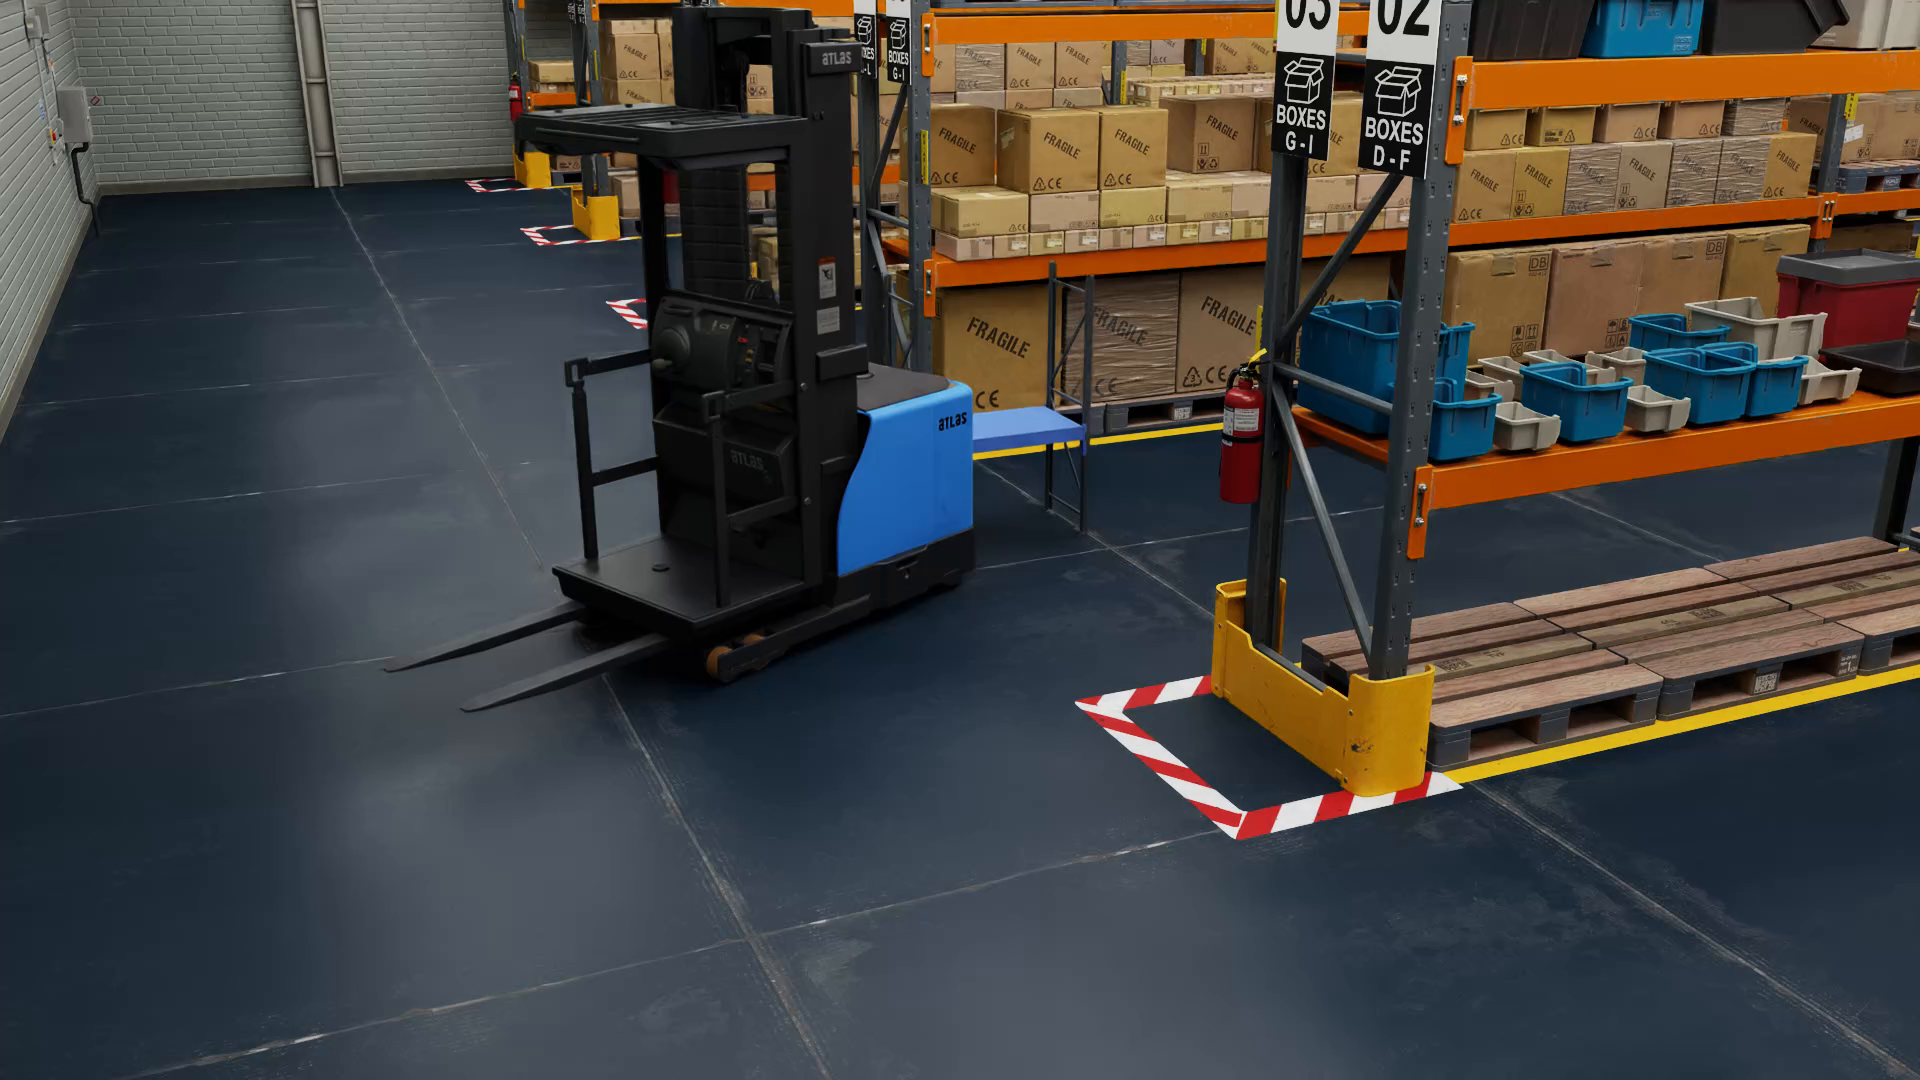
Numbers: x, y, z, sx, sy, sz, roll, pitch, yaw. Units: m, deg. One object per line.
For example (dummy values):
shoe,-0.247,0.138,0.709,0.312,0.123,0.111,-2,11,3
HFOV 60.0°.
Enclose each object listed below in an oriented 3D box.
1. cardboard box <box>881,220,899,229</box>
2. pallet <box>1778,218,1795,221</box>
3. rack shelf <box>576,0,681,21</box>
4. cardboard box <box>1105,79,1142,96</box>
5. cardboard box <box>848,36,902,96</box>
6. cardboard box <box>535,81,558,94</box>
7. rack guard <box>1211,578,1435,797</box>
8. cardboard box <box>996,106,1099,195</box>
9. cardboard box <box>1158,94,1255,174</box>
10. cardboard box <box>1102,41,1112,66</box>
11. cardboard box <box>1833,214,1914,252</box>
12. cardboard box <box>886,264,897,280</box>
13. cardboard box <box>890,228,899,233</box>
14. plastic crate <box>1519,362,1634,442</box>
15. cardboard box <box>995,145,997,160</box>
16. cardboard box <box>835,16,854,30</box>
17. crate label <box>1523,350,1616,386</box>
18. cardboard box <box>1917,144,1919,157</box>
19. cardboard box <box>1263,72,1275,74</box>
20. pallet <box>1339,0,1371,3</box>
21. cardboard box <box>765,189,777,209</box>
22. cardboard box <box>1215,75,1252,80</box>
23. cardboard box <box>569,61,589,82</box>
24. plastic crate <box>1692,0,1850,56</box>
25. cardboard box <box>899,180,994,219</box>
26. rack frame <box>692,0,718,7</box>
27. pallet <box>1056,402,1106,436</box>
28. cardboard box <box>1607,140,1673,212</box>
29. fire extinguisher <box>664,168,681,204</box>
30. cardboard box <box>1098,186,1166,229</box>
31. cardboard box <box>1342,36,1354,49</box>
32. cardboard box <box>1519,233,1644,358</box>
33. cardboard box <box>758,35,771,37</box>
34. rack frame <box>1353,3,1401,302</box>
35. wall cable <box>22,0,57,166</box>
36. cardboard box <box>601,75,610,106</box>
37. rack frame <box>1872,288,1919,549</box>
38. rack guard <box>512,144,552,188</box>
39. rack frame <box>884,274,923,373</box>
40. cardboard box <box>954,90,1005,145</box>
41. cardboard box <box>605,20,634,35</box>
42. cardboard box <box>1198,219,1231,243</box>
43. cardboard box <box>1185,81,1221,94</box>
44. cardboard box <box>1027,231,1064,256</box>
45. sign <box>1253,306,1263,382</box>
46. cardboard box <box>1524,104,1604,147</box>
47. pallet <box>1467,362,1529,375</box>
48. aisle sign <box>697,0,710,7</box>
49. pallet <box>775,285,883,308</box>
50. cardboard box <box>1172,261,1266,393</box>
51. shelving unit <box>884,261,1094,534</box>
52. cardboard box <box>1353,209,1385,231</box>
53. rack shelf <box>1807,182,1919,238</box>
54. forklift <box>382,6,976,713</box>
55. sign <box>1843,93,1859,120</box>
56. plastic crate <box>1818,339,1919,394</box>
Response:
cardboard box,-0.706,-3.065,16.476,0.250,0.149,0.380,-9,21,-24
pallet,9.442,-3.968,20.473,1.213,0.211,1.003,-8,21,-22
rack shelf,-2.523,-6.463,19.928,4.000,0.370,1.077,-8,21,-22
cardboard box,1.658,-4.627,16.997,0.250,0.149,0.380,-7,21,-19
cardboard box,-0.841,-4.395,15.385,0.500,0.500,0.500,-9,21,-23
cardboard box,-5.918,-6.479,23.784,0.250,0.149,0.380,-8,21,-22
rack guard,1.511,0.594,7.082,0.348,0.500,1.175,-8,21,-22
cardboard box,0.573,-2.572,10.960,0.500,0.500,0.500,-9,21,-23
cardboard box,1.767,-2.934,11.989,0.500,0.500,0.500,-9,21,-24
cardboard box,1.689,-6.414,21.567,0.500,0.500,0.500,-8,21,-22
cardboard box,7.998,-2.707,14.666,0.500,0.250,0.500,-6,20,-16
cardboard box,-0.790,-2.610,16.078,0.250,0.149,0.380,-8,21,-22
cardboard box,-0.489,-2.907,16.025,0.250,0.149,0.380,-8,21,-21
plastic crate,2.490,-0.560,6.758,0.300,0.233,0.416,-8,21,-22
cardboard box,0.251,-3.772,16.096,0.250,0.149,0.380,-9,21,-24
cardboard box,-1.361,-6.306,20.283,0.250,0.149,0.380,-8,21,-22
crate label,2.723,-0.736,7.403,0.243,0.136,0.396,-8,21,-22
cardboard box,8.542,-3.432,14.347,0.500,0.250,0.500,-9,21,-23
cardboard box,4.162,-6.321,22.704,0.250,0.149,0.380,-8,21,-22
pallet,2.484,-3.897,11.691,1.213,0.211,1.003,-8,21,-22
cardboard box,-2.127,-4.472,20.933,0.875,0.438,0.875,-9,21,-24
cardboard box,2.855,-4.798,17.483,0.250,0.149,0.380,-9,21,-24
cardboard box,-5.343,-6.751,23.957,0.500,0.250,0.500,-8,21,-21
plastic crate,3.040,-2.095,6.532,0.767,0.338,0.504,-8,21,-22
cardboard box,-0.094,-2.317,11.363,0.500,0.250,0.500,-9,21,-23
rack frame,-2.306,-3.628,15.310,0.127,3.000,1.000,-8,21,-22
pallet,0.269,-0.916,11.806,1.213,0.211,1.003,-8,21,-22
cardboard box,5.154,-2.862,12.982,0.500,0.500,0.500,-8,21,-21
fire extinguisher,-2.720,-3.523,15.690,0.183,0.674,0.296,-8,21,-22
cardboard box,1.051,-2.288,11.282,0.500,0.250,0.500,-9,21,-24
cardboard box,5.395,-6.826,23.162,0.500,0.500,0.500,-7,21,-20
cardboard box,4.639,-2.033,13.345,0.875,0.875,1.225,-9,21,-24
cardboard box,-1.984,-4.423,15.464,0.500,0.500,0.500,-9,21,-23
rack frame,3.239,-2.629,12.471,0.127,3.000,1.000,-8,21,-22
wall cable,-9.527,-4.869,17.258,0.123,1.953,0.585,-8,21,-22
cardboard box,-4.021,-5.316,19.952,0.500,0.500,0.500,-8,21,-22
rack frame,5.201,-1.118,8.181,0.127,3.000,1.000,-8,21,-22
rack guard,-6.259,-5.469,24.300,0.348,0.500,1.175,-8,21,-22
rack frame,-0.308,-0.682,9.200,0.032,1.500,0.500,-8,21,-22
cardboard box,0.100,-4.059,15.935,0.500,0.500,0.500,-8,21,-22
cardboard box,-3.924,-5.911,19.162,0.250,0.149,0.380,-8,21,-21
cardboard box,1.675,-2.168,11.540,0.250,0.149,0.380,-8,21,-21
cardboard box,2.401,-4.498,16.629,0.250,0.149,0.380,-8,21,-21
cardboard box,0.493,-1.998,11.058,0.250,0.149,0.380,-9,21,-23
sign,1.295,-0.835,7.130,0.005,0.325,0.100,-8,21,-22
cardboard box,4.457,-3.322,12.780,0.637,0.503,0.797,-8,21,-21
pallet,3.918,-1.438,13.287,1.213,0.211,1.003,-8,21,-22
aisle sign,-2.254,-4.753,14.591,0.004,0.787,0.394,-8,21,-22
pallet,-1.476,-2.419,16.074,1.213,0.211,1.003,-8,21,-22
cardboard box,1.775,-1.644,12.240,0.875,0.875,0.875,-8,21,-22
shelving unit,0.158,-0.749,9.392,1.048,1.500,0.538,-8,21,-22
cardboard box,2.852,-2.336,12.018,0.250,0.149,0.380,-8,21,-21
rack shelf,8.748,-3.079,14.832,4.000,0.370,1.077,-8,21,-22
forklift,-1.271,-0.915,7.707,1.130,2.935,3.031,16,25,39
sign,7.135,-3.532,13.294,0.005,0.325,0.100,-8,21,-22
plastic crate,4.280,-0.787,7.566,0.590,0.125,0.437,-8,21,-22
